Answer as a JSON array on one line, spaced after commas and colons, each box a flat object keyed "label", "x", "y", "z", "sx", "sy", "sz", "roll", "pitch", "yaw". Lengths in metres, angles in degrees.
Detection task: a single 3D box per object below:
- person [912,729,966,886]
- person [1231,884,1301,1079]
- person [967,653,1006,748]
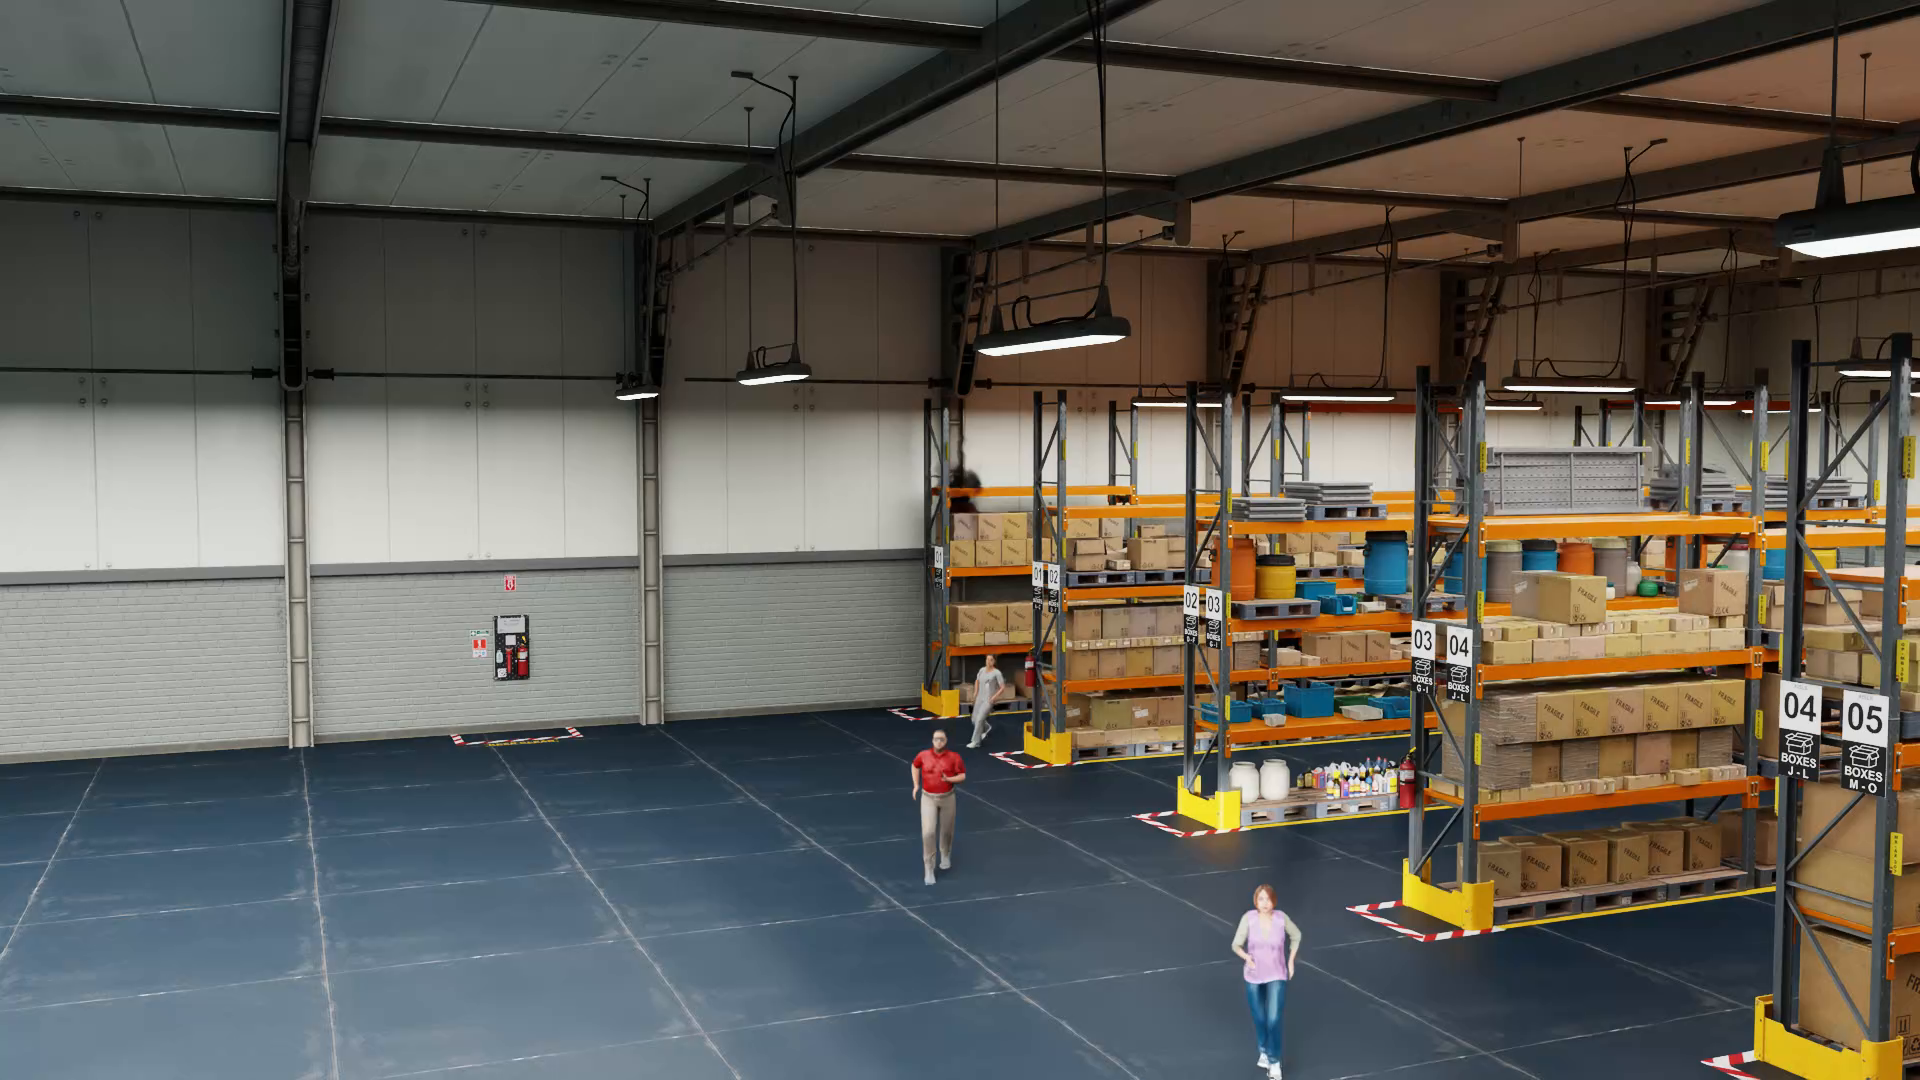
[{"label": "person", "x": -0.251, "y": 3.137, "z": 19.722, "sx": 0.640, "sy": 1.788, "sz": 0.819, "roll": 0, "pitch": 3, "yaw": -2}, {"label": "person", "x": 2.463, "y": 3.590, "z": 13.449, "sx": 0.532, "sy": 1.592, "sz": 0.678, "roll": 1, "pitch": 4, "yaw": 17}, {"label": "person", "x": 0.492, "y": 2.699, "z": 28.092, "sx": 0.631, "sy": 1.620, "sz": 0.641, "roll": 2, "pitch": 4, "yaw": 33}]
